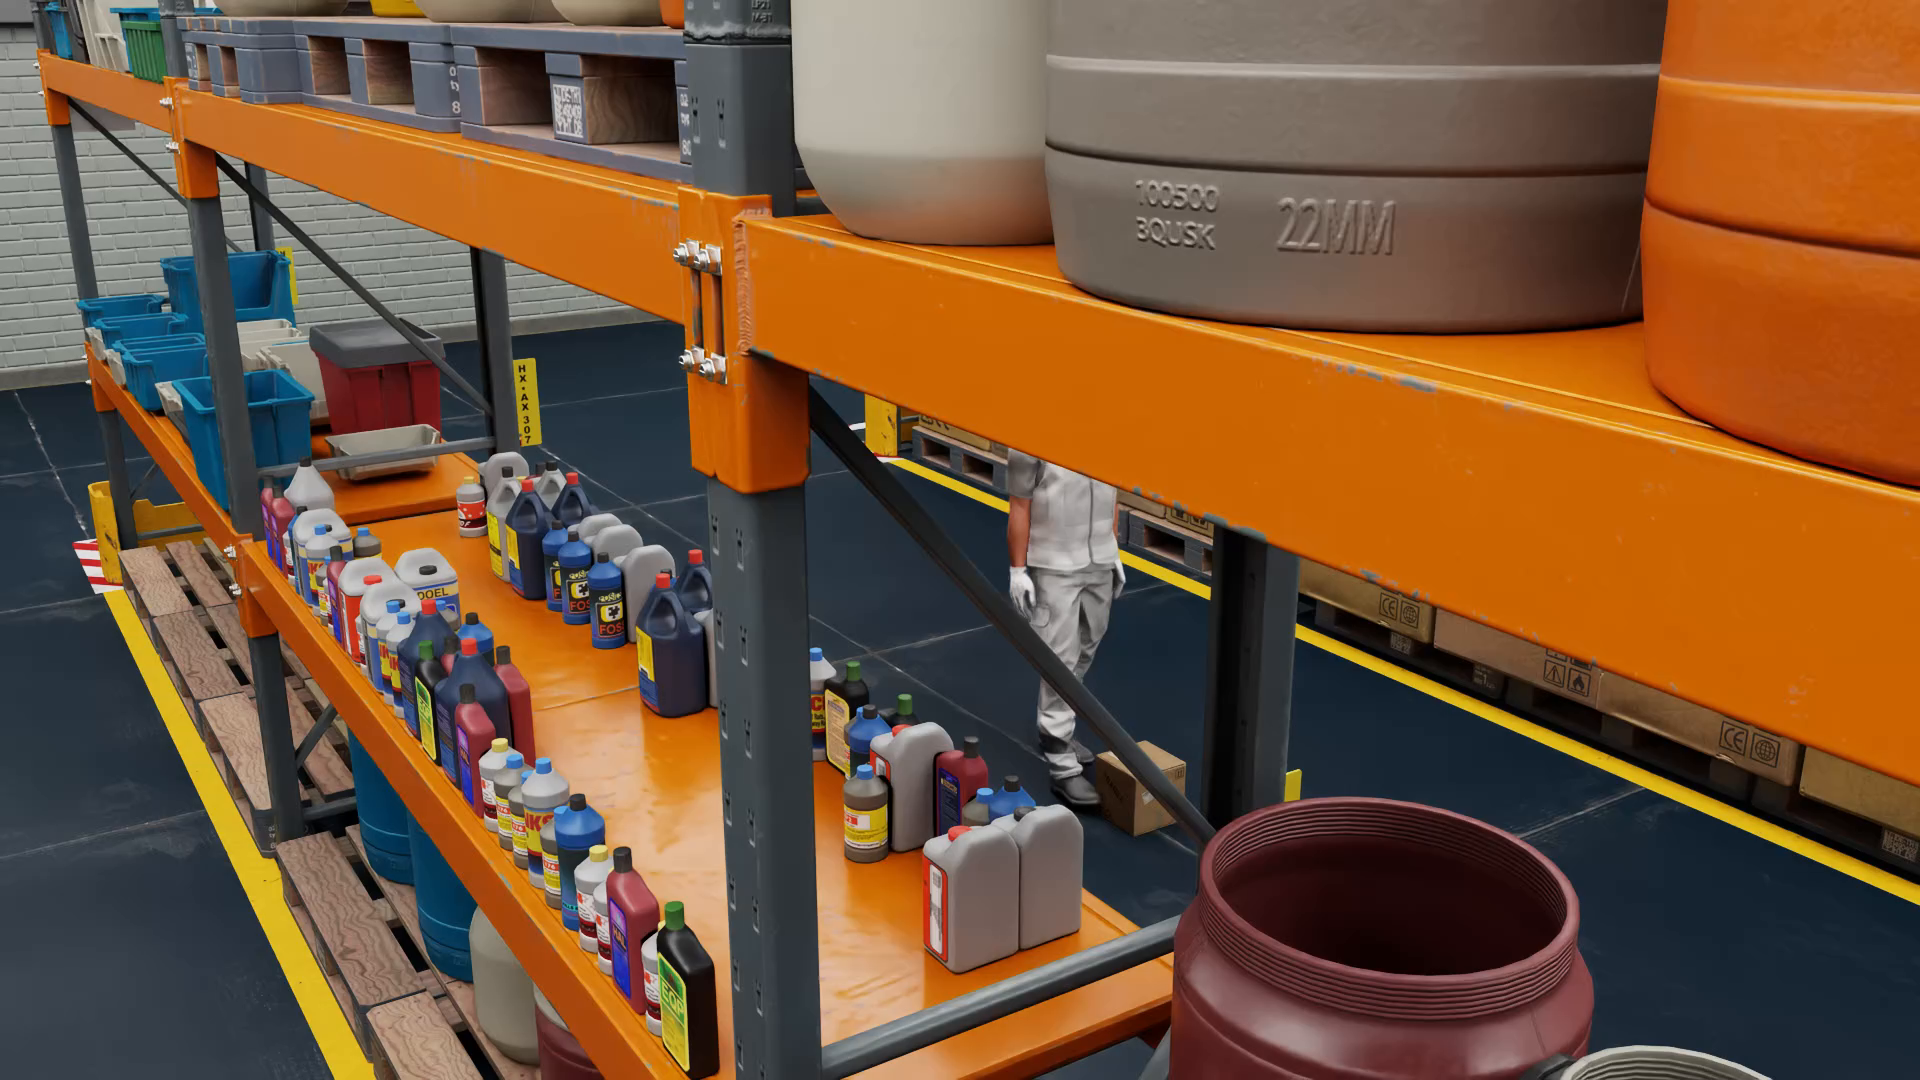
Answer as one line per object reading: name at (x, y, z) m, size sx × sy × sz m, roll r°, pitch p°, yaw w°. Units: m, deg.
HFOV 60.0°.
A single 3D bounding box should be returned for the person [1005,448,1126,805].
person at (0.473, 0.130, 6.600) m, size 0.544 × 1.790 × 0.655 m, roll -11°, pitch 21°, yaw -31°
